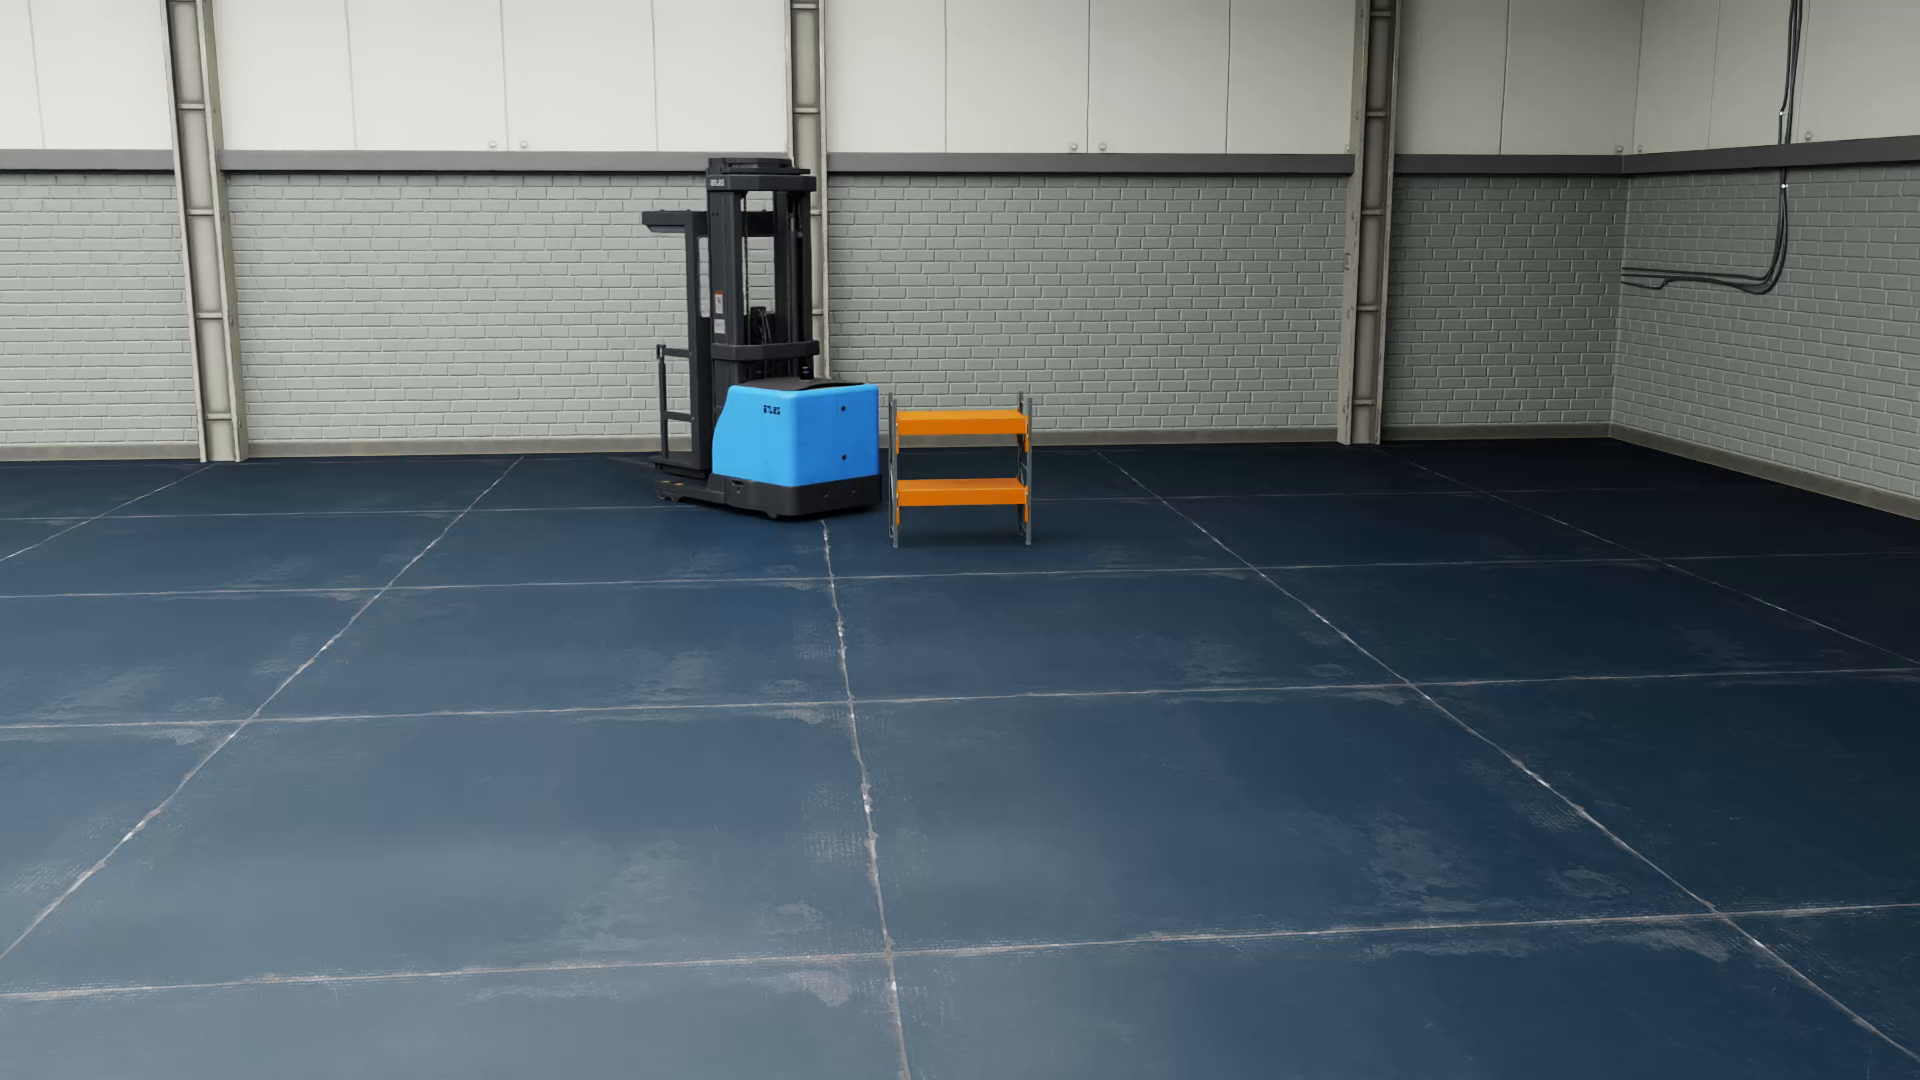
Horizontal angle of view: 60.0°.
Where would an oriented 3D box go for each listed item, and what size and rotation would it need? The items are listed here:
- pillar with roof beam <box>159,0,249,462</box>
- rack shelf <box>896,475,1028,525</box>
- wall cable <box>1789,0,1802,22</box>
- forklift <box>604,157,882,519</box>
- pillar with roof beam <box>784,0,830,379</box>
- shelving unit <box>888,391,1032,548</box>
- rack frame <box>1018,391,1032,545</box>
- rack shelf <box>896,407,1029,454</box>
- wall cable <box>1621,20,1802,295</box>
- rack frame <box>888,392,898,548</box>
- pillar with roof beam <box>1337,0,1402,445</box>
[{"bbox_3d":[-7.074,-4.415,11.996,0.400,9.000,9.100,-1,11,-6],"label":"pillar with roof beam"},{"bbox_3d":[-0.007,-0.312,12.806,1.000,0.278,0.538,-1,11,-6],"label":"rack shelf"},{"bbox_3d":[7.755,-5.734,13.663,0.112,2.526,3.097,-1,11,-6],"label":"wall cable"},{"bbox_3d":[-2.060,-1.834,14.596,1.130,2.935,3.031,-11,15,-43],"label":"forklift"},{"bbox_3d":[-1.109,-4.540,12.632,0.400,9.000,9.100,-1,11,-6],"label":"pillar with roof beam"},{"bbox_3d":[-0.007,-0.552,12.759,1.048,1.125,0.538,-1,11,-6],"label":"shelving unit"},{"bbox_3d":[0.499,-0.562,12.813,0.032,1.125,0.500,-1,11,-6],"label":"rack frame"},{"bbox_3d":[-0.007,-0.839,12.702,1.000,0.278,0.538,-1,11,-6],"label":"rack shelf"},{"bbox_3d":[7.462,-3.775,16.789,0.112,2.526,3.097,-1,11,-6],"label":"wall cable"},{"bbox_3d":[-0.512,-0.541,12.705,0.032,1.125,0.500,-1,11,-6],"label":"rack frame"},{"bbox_3d":[4.856,-4.665,13.268,0.400,9.000,9.100,-1,11,-6],"label":"pillar with roof beam"}]
